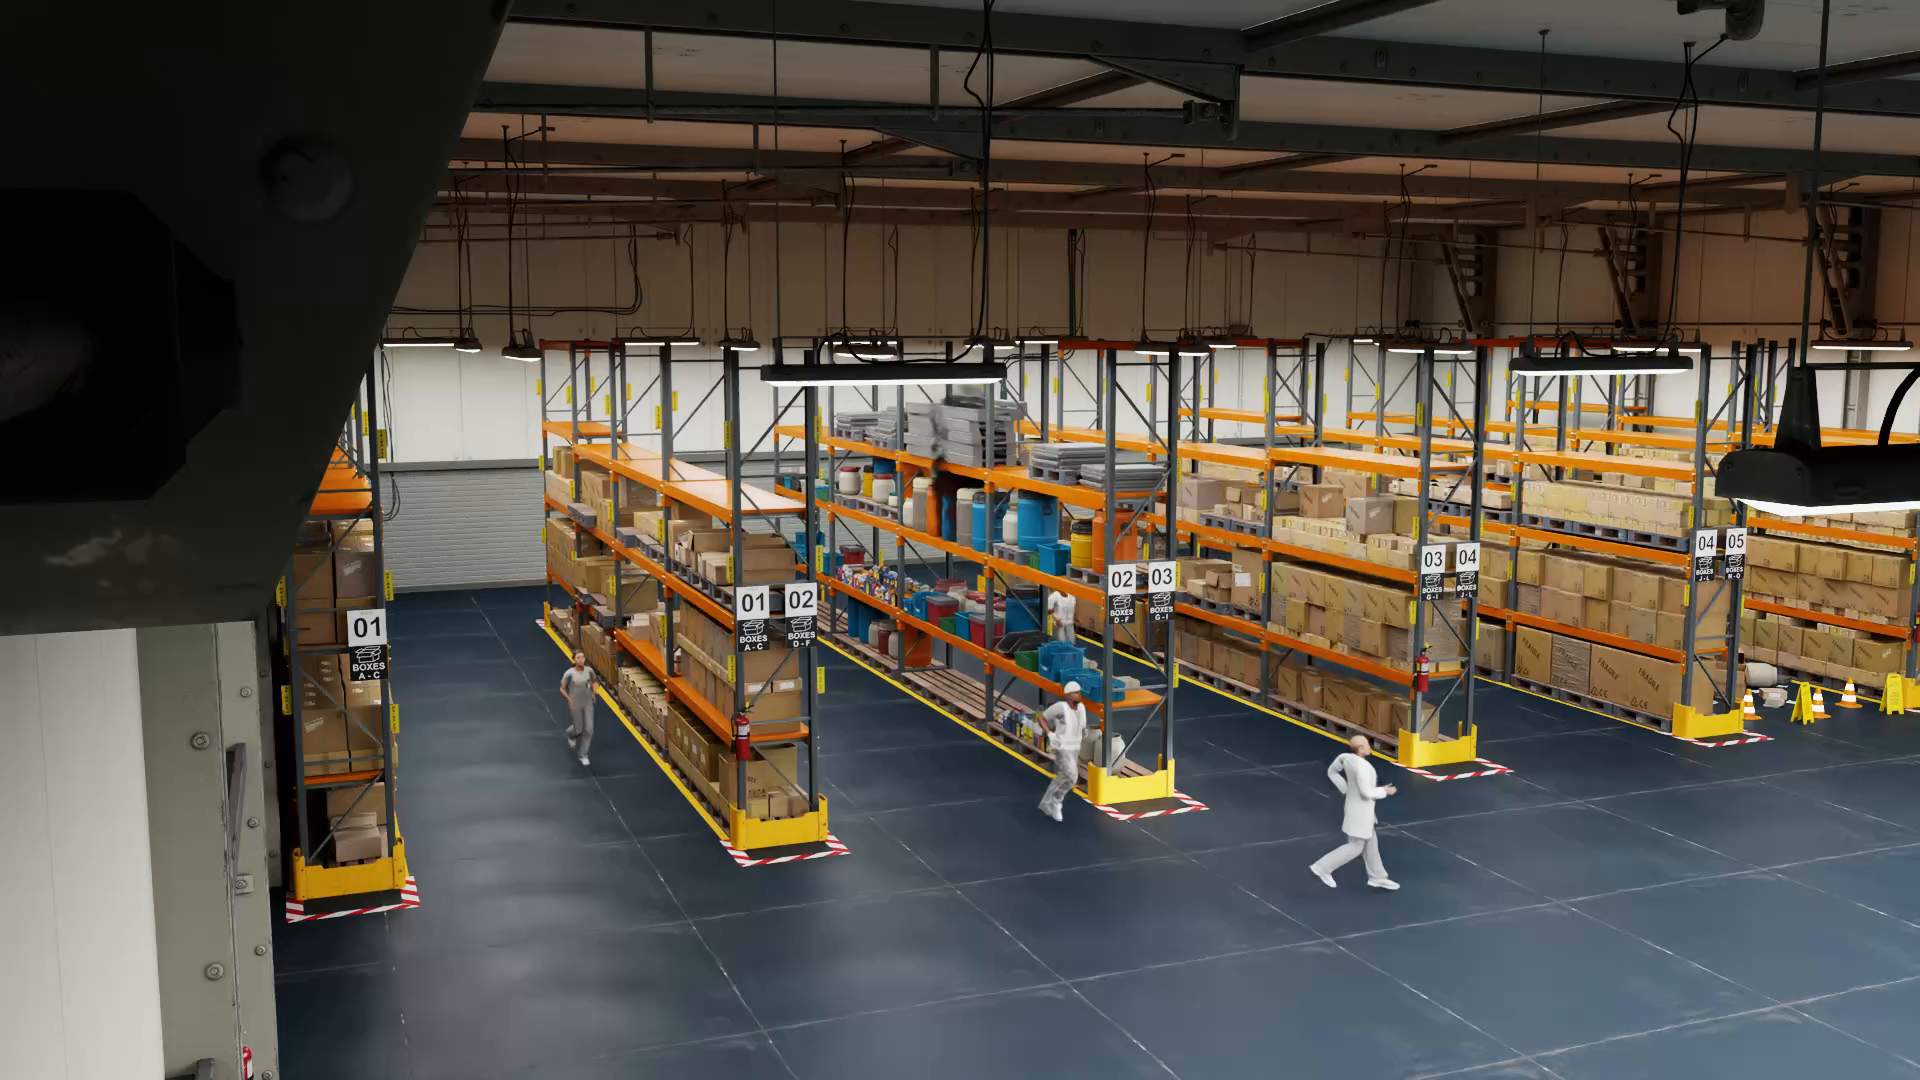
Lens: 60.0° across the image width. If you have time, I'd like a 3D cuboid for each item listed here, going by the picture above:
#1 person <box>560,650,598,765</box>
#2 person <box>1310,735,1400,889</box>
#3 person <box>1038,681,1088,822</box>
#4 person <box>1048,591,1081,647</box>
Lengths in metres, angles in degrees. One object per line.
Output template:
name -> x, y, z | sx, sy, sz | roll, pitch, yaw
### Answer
person -> -5.520, 2.399, 24.166 | 0.563, 1.642, 0.706 | -4, 9, -29
person -> 4.413, 3.040, 18.467 | 1.050, 1.782, 0.711 | 0, 7, -3
person -> 1.370, 2.699, 21.389 | 0.657, 1.794, 0.663 | 6, 10, 40
person -> 1.876, 1.517, 30.585 | 0.685, 1.710, 0.624 | -4, 9, -30
